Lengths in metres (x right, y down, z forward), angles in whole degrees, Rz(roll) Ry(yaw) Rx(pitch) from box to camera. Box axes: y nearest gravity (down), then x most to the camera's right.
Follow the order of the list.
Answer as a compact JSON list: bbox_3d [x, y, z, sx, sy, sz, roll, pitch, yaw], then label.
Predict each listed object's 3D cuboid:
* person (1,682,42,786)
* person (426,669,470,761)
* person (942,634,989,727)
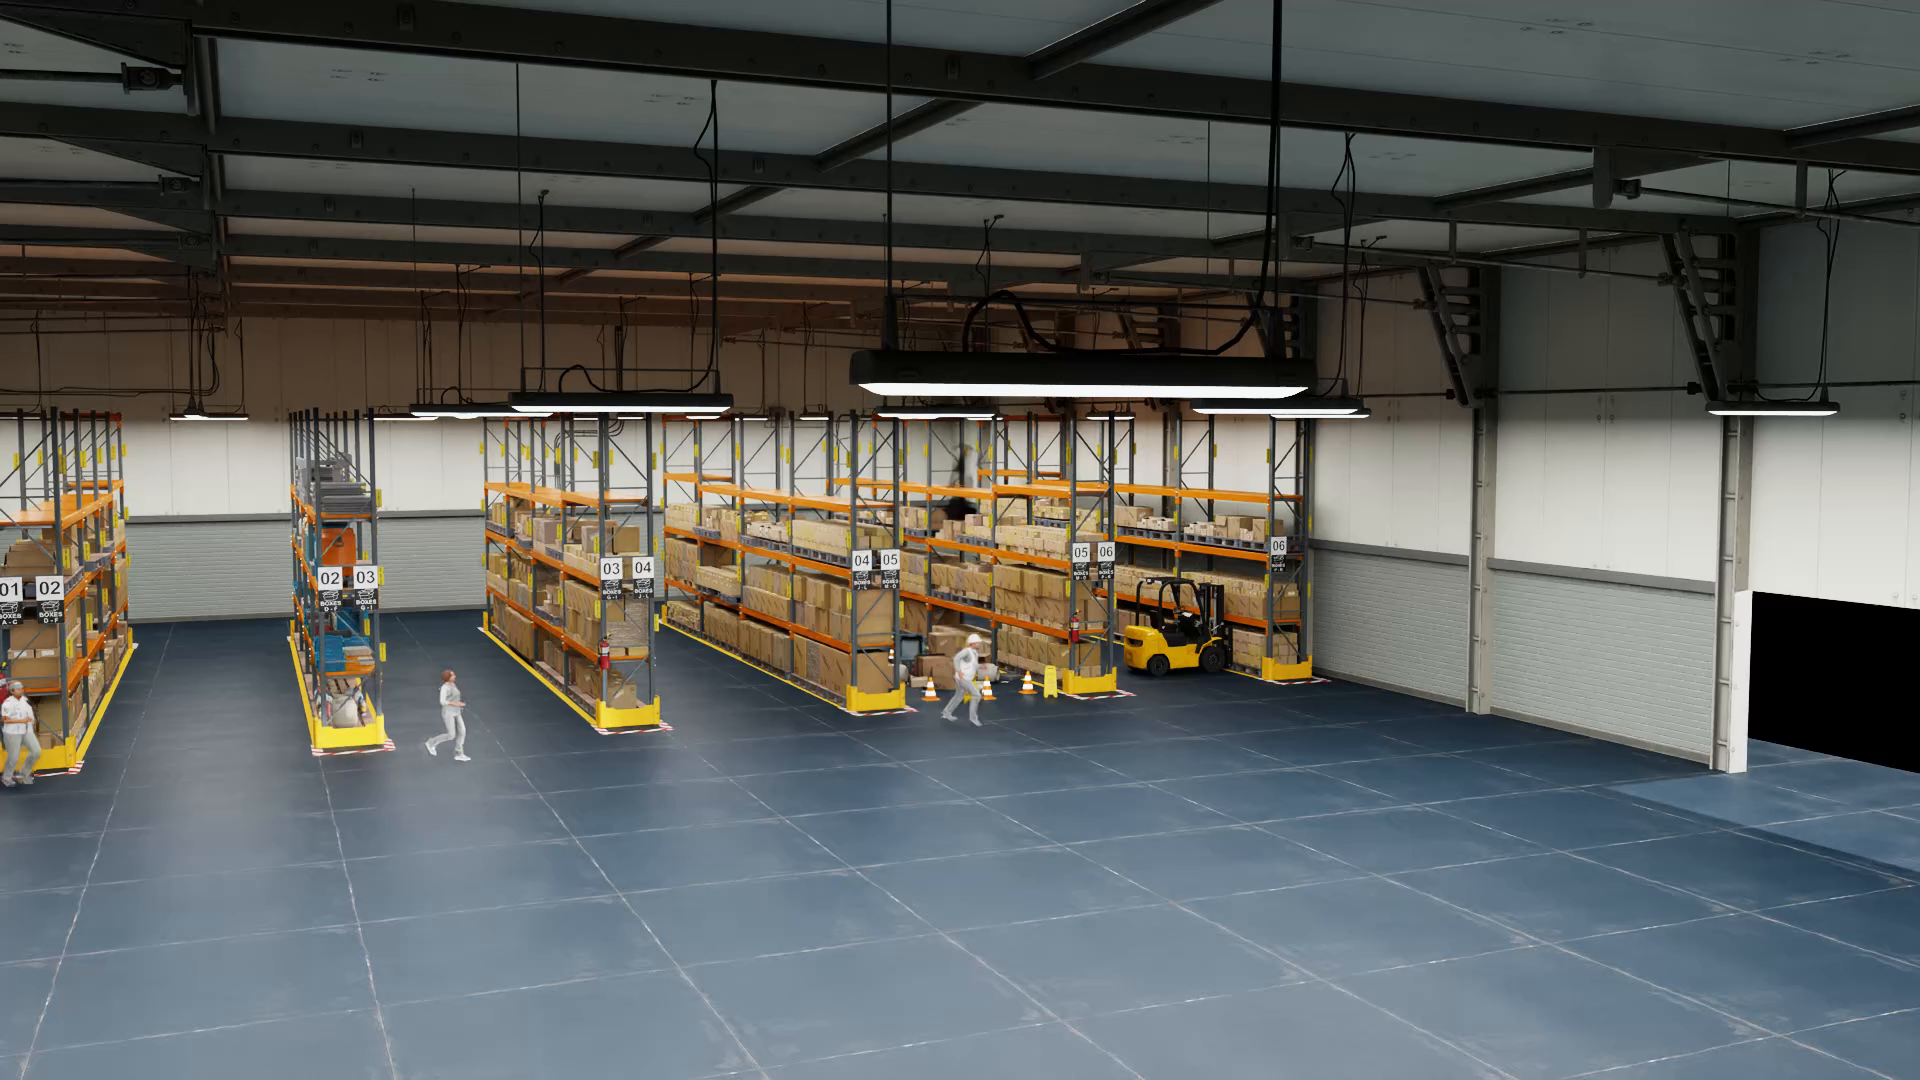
[{"bbox_3d":[-14.796,3.064,26.163,0.676,1.687,0.617,2,4,21],"label":"person"},{"bbox_3d":[-8.676,2.974,28.203,0.738,1.557,0.548,0,4,5],"label":"person"},{"bbox_3d":[0.073,2.660,31.587,0.913,1.770,0.677,1,4,17],"label":"person"}]
